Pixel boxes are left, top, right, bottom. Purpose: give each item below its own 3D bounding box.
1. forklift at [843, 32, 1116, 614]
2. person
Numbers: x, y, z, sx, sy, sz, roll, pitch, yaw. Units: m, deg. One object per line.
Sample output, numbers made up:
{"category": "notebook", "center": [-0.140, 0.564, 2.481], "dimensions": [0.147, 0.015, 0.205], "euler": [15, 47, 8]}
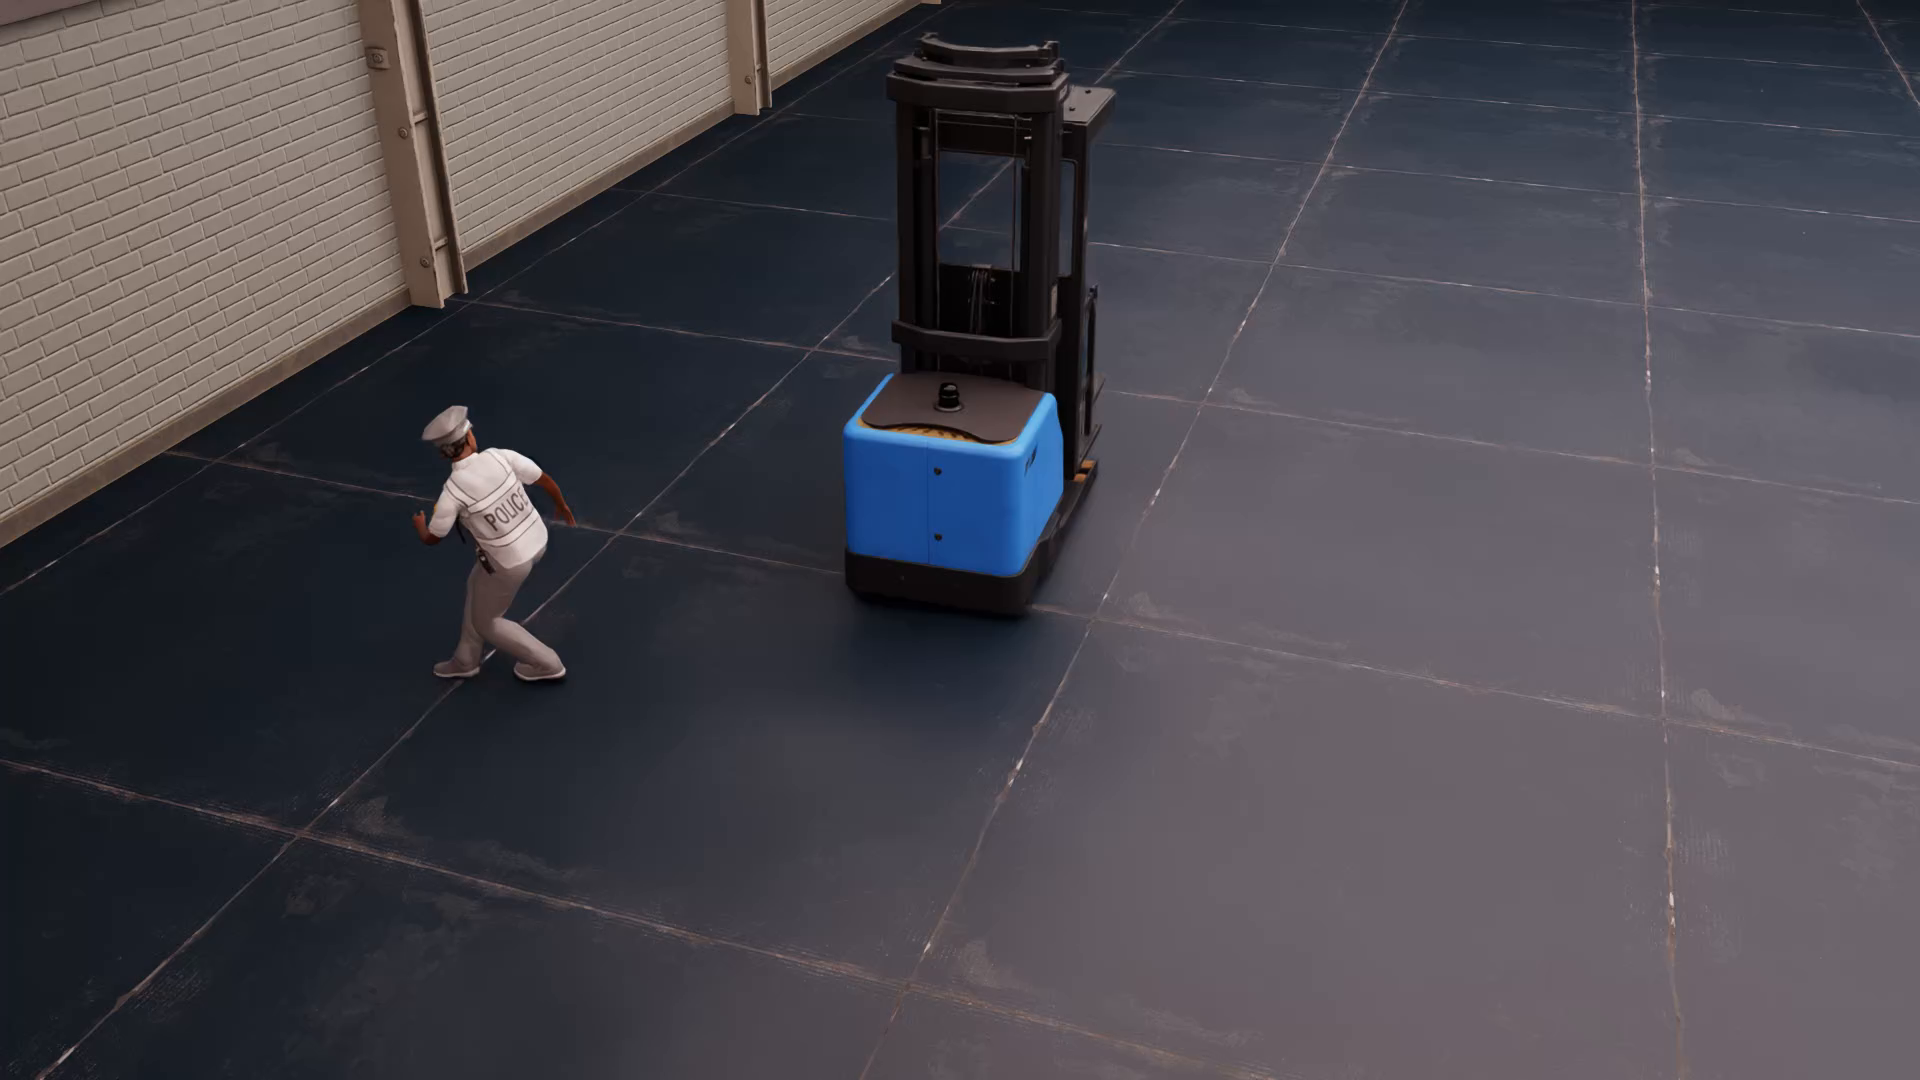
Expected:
{"category": "forklift", "center": [0.262, -1.578, 9.905], "dimensions": [1.130, 2.935, 3.031], "euler": [9, 31, 15]}
{"category": "person", "center": [-2.429, -0.002, 8.570], "dimensions": [0.779, 1.552, 0.704], "euler": [10, 31, 17]}
